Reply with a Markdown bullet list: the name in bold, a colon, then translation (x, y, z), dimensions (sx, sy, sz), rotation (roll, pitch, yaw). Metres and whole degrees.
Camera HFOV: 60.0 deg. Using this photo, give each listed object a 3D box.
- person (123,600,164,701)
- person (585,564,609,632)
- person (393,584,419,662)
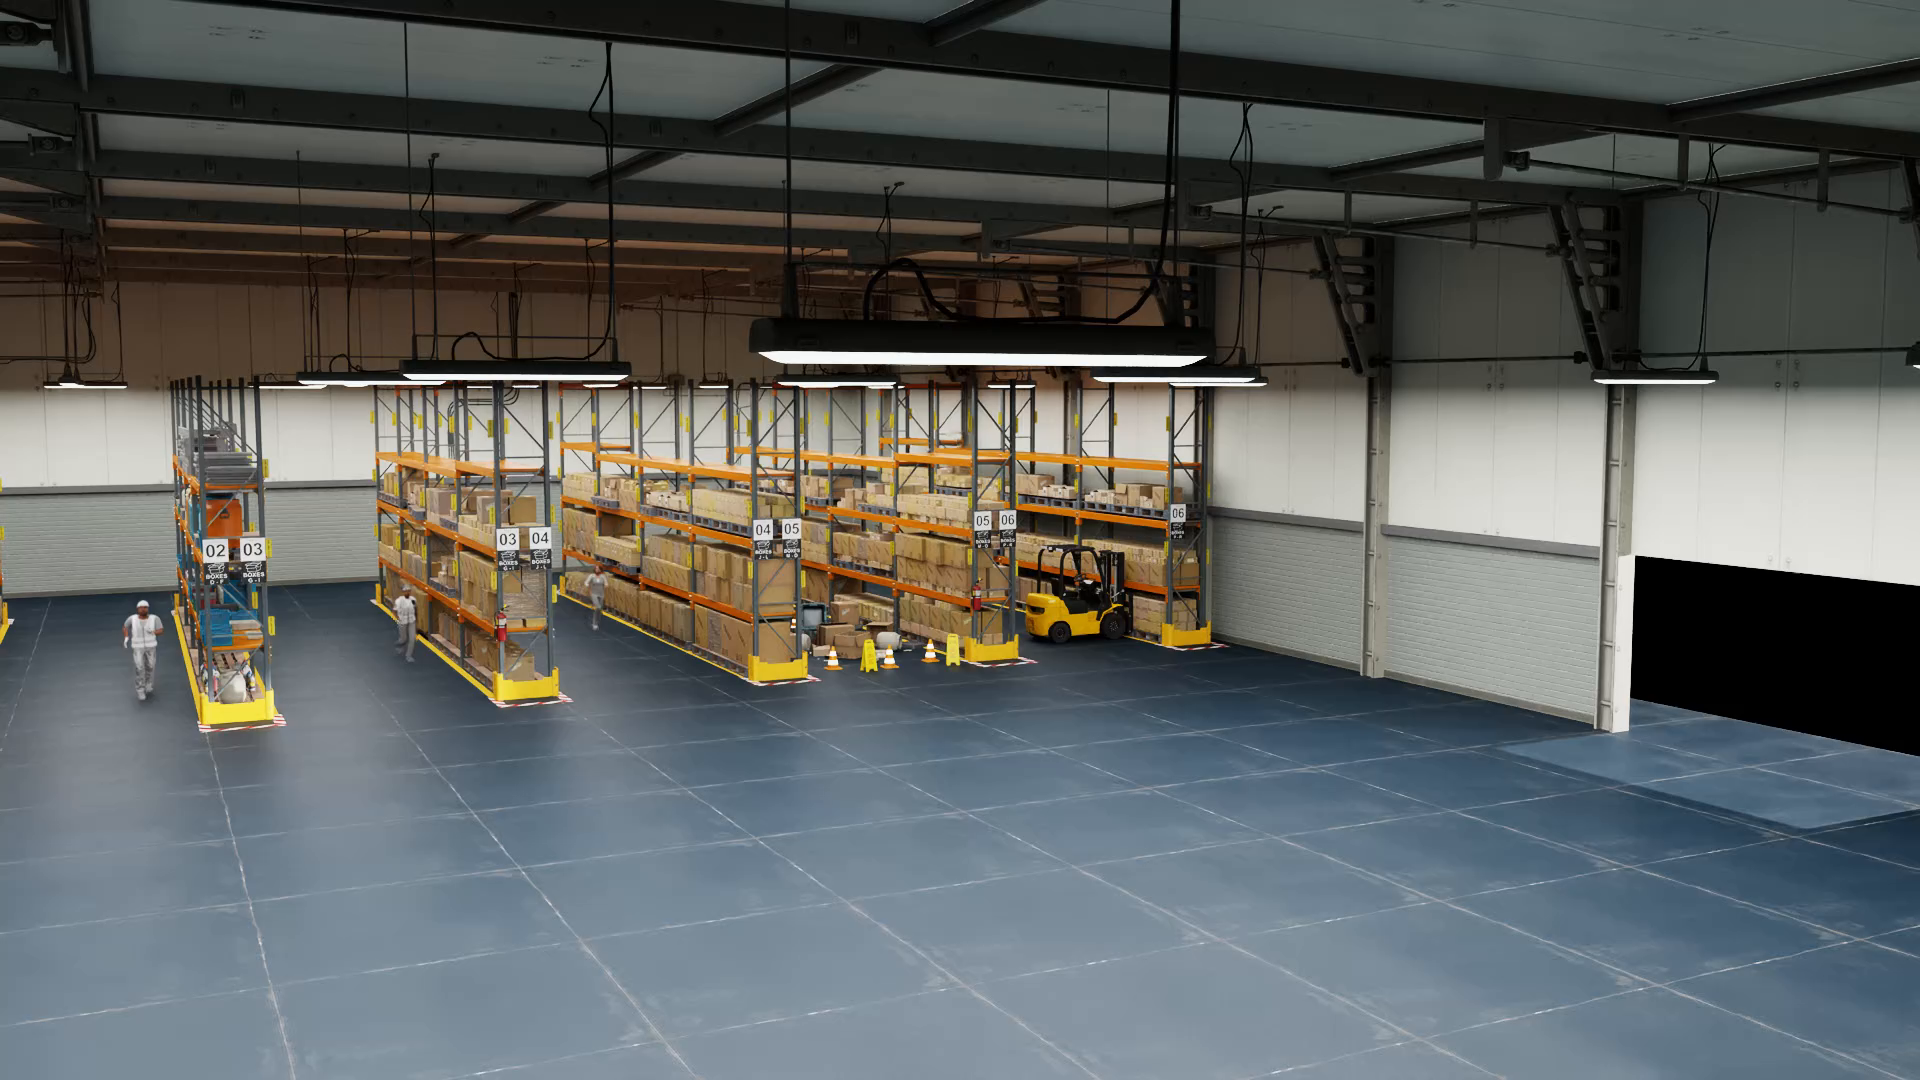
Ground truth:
- **person**: translation (-15.328, 2.048, 31.244), dimensions (0.666, 1.840, 0.810), rotation (-3, 6, -31)
- **person**: translation (-8.691, 1.389, 39.933), dimensions (0.507, 1.625, 0.684), rotation (-3, 6, -31)
- **person**: translation (-11.836, 1.755, 35.530), dimensions (0.561, 1.653, 0.681), rotation (-4, 6, -36)
